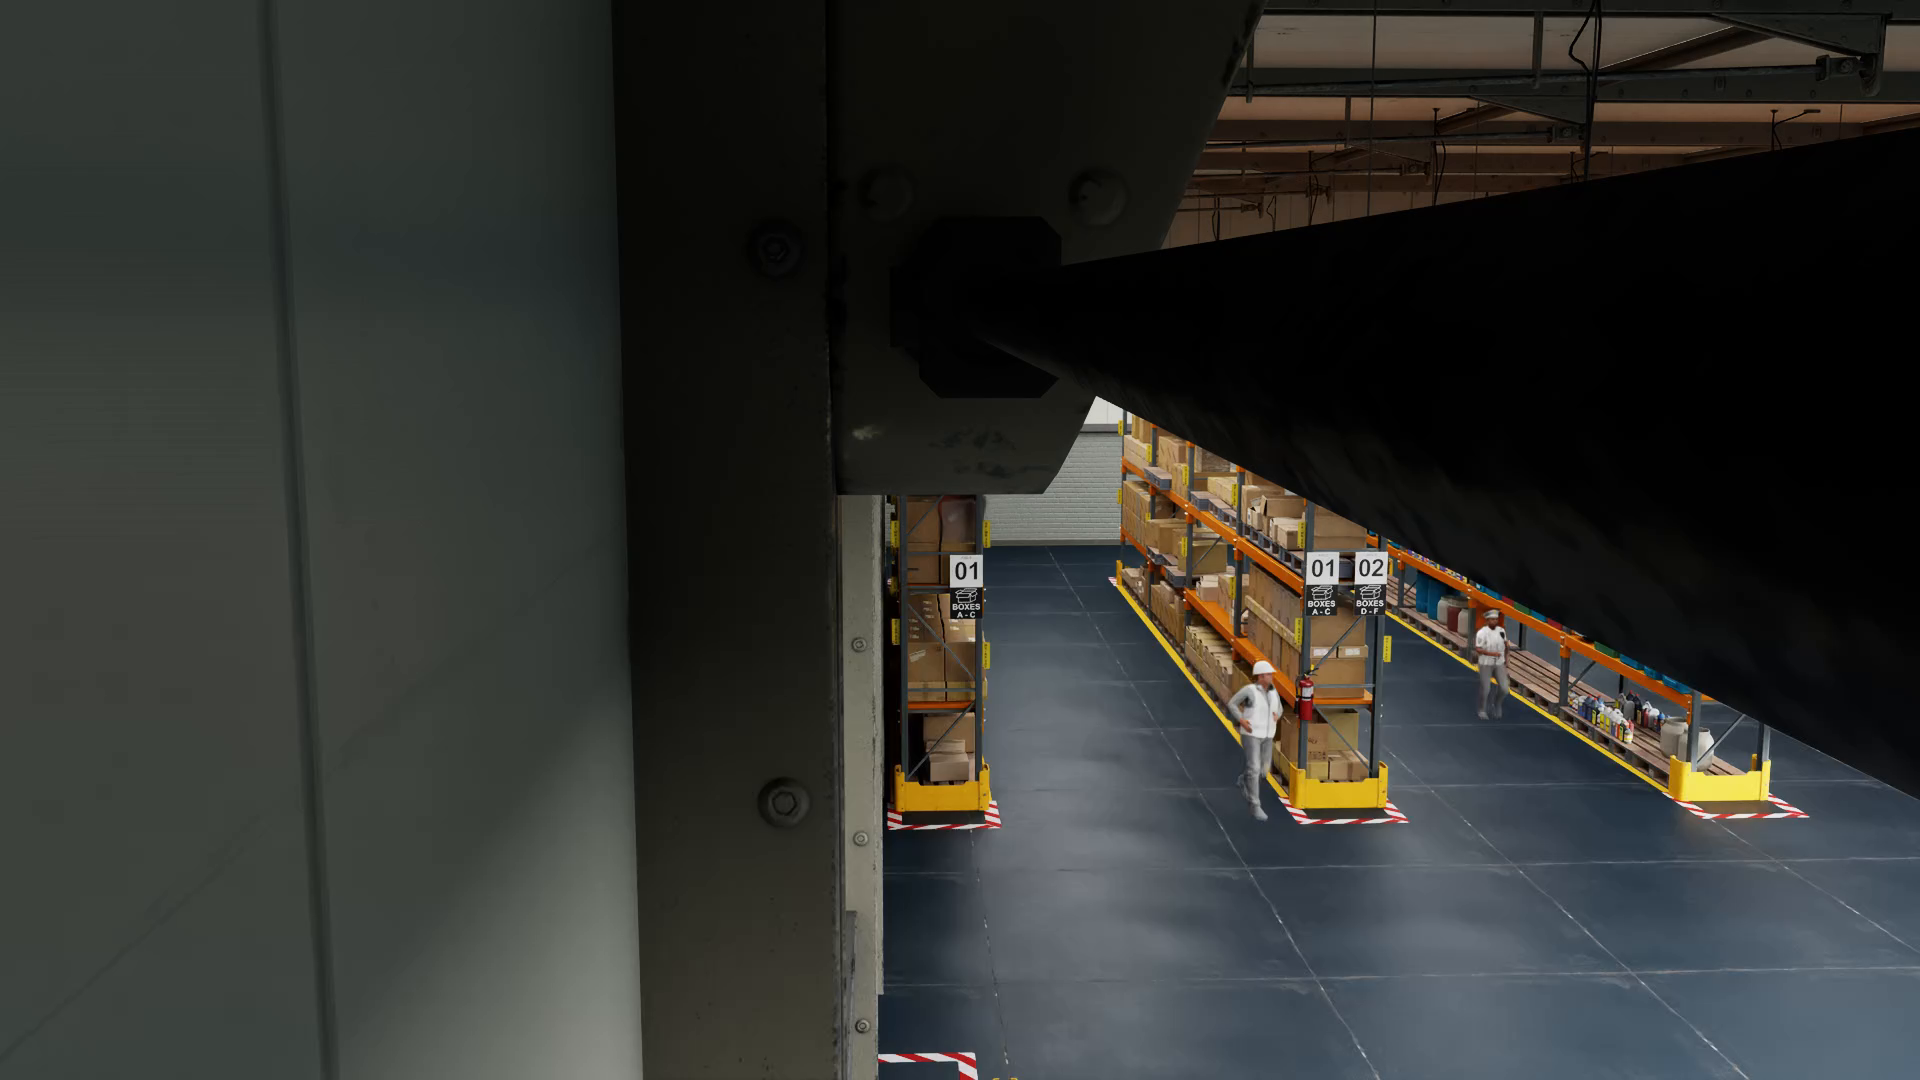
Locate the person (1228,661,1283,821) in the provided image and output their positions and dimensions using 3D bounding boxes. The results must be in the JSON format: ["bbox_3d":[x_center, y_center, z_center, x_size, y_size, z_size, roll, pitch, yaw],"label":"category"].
[{"bbox_3d":[3.560,2.315,19.668,0.678,1.772,0.851,-5,10,-31],"label":"person"}]

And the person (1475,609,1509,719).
[{"bbox_3d":[7.950,1.861,24.744,0.577,1.682,0.629,-1,8,-6],"label":"person"}]
